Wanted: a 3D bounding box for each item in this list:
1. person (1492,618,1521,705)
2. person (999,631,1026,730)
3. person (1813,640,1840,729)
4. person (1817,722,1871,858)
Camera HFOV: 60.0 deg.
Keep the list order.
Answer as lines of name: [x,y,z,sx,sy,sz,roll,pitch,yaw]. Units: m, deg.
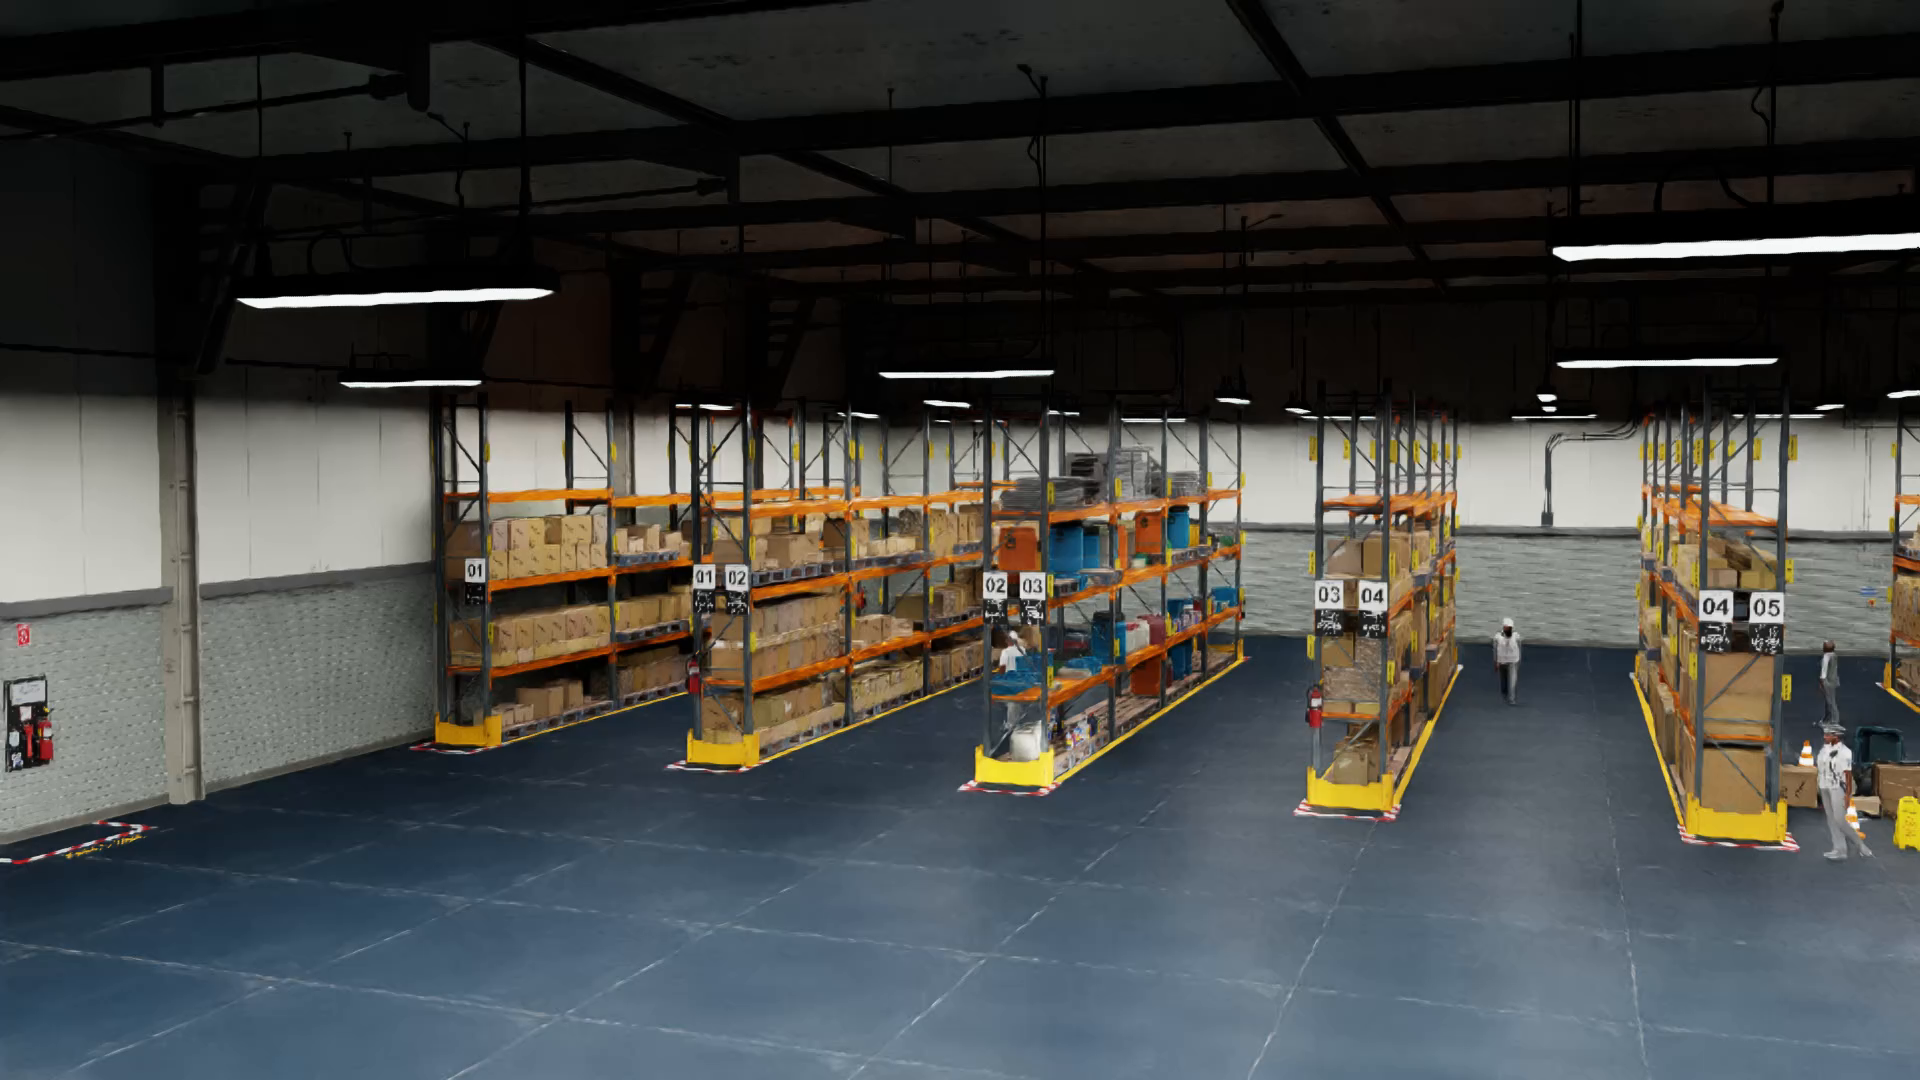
person: [10.845,2.385,32.995,0.543,1.700,1.115,1,3,22]
person: [0.907,2.510,29.945,0.625,1.765,0.497,-2,4,-39]
person: [15.639,2.596,29.971,0.521,1.592,0.527,-3,4,-41]
person: [10.803,3.073,20.352,0.480,1.668,0.578,-1,3,-12]
